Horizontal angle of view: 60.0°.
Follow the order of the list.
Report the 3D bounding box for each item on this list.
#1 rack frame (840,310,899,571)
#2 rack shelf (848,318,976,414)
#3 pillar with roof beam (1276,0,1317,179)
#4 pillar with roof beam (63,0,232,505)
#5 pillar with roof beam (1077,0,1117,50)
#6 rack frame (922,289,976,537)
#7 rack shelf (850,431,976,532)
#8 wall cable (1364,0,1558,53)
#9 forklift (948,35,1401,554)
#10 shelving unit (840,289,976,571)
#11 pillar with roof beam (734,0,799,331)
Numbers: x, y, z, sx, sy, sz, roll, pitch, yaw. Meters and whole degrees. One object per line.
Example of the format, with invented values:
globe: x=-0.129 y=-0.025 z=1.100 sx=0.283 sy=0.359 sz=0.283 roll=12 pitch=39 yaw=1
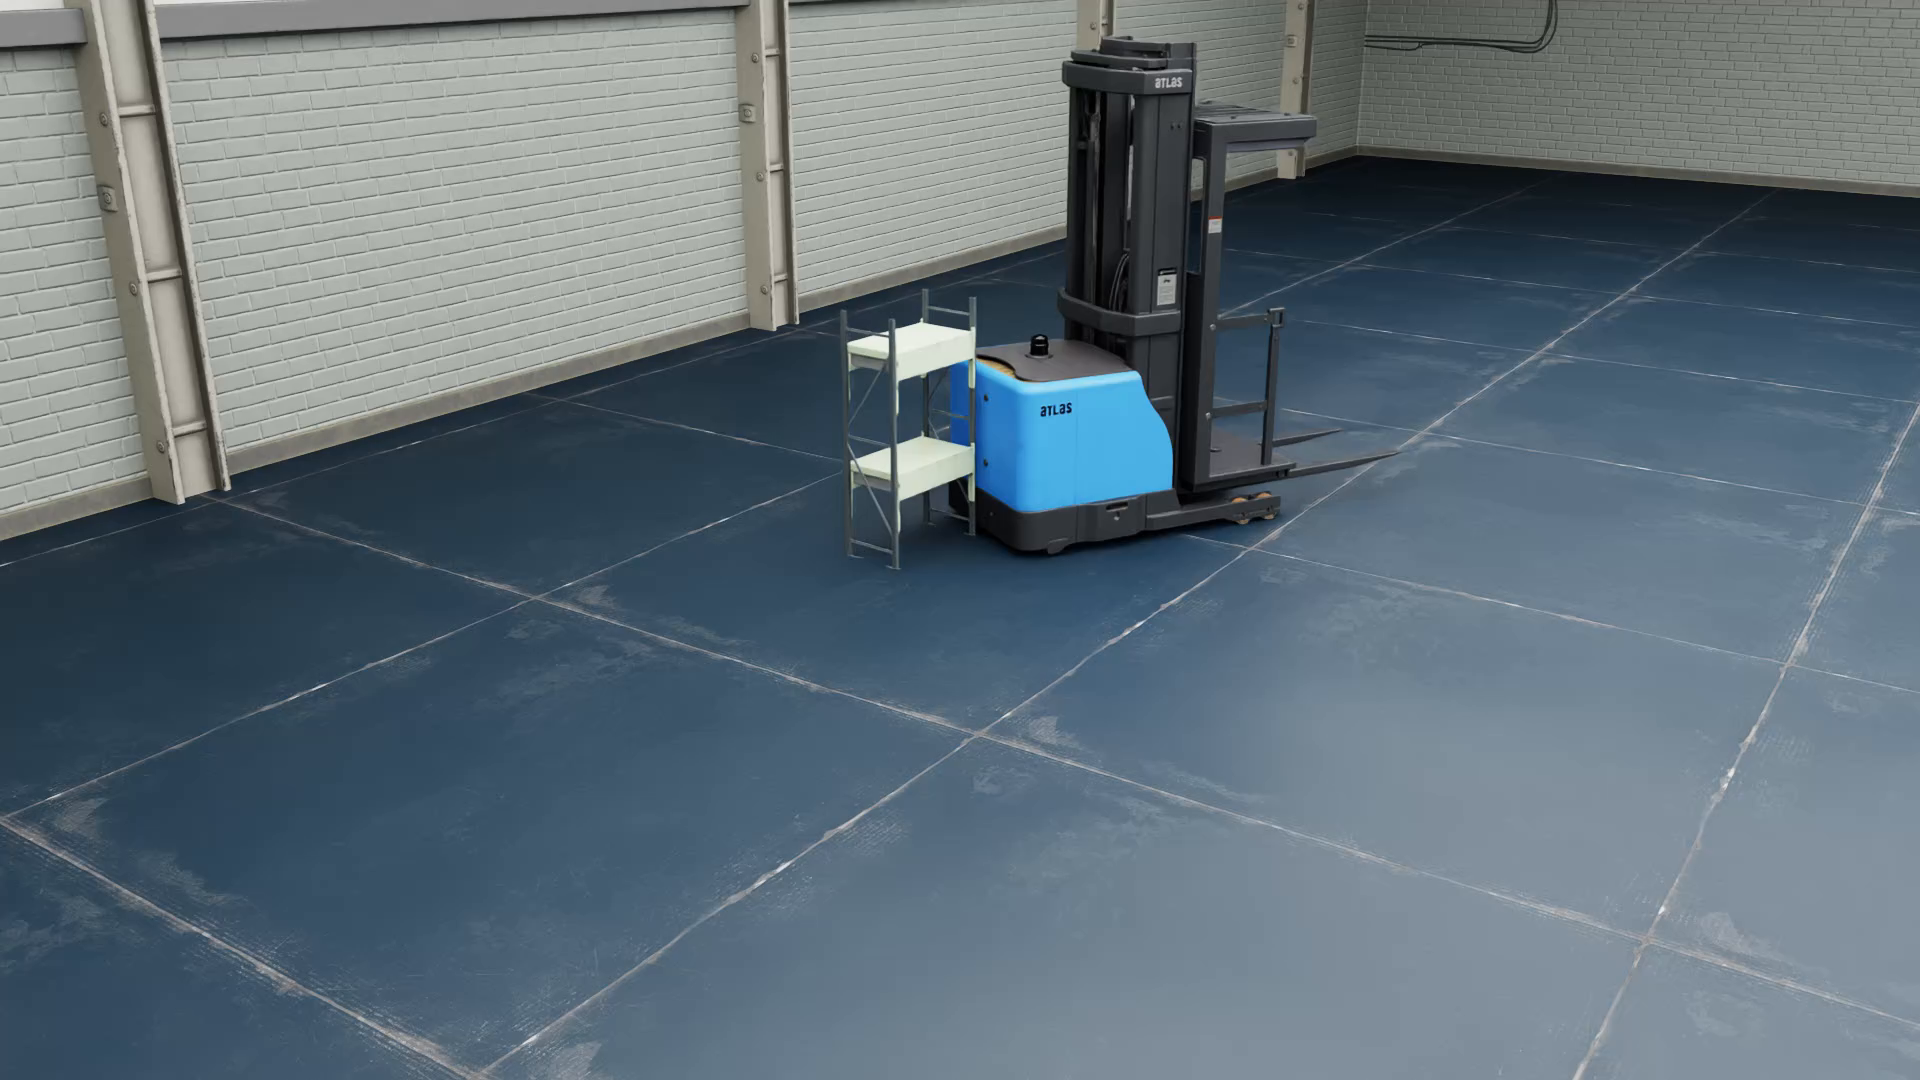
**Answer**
rack frame: x=-0.522 y=-0.566 z=9.634 sx=0.400 sy=1.500 sz=0.023 roll=15 pitch=25 yaw=36
rack shelf: x=-0.295 y=-1.032 z=9.767 sx=0.431 sy=0.370 sz=0.720 roll=15 pitch=25 yaw=36
pillar with roof beam: x=8.539 y=-8.863 z=21.256 sx=9.100 sy=9.000 sz=0.400 roll=13 pitch=24 yaw=32
pillar with roof beam: x=-1.579 y=-3.699 z=7.294 sx=9.100 sy=9.000 sz=0.400 roll=13 pitch=24 yaw=32
pillar with roof beam: x=5.166 y=-7.142 z=16.602 sx=9.100 sy=9.000 sz=0.400 roll=13 pitch=24 yaw=32
rack frame: x=-0.067 y=-0.765 z=10.172 sx=0.400 sy=1.500 sz=0.023 roll=15 pitch=25 yaw=36
rack shelf: x=-0.295 y=-0.360 z=10.016 sx=0.431 sy=0.370 sz=0.720 roll=15 pitch=25 yaw=36
wall cable: x=7.729 y=-8.834 z=25.652 sx=3.097 sy=2.526 sz=0.112 roll=13 pitch=24 yaw=32
forklift: x=1.477 y=-1.627 z=10.440 sx=3.031 sy=2.935 sz=1.130 roll=-10 pitch=22 yaw=-25
shelving unit: x=-0.295 y=-0.666 z=9.903 sx=0.431 sy=1.500 sz=0.755 roll=15 pitch=25 yaw=36
pillar with roof beam: x=1.794 y=-5.420 z=11.948 sx=9.100 sy=9.000 sz=0.400 roll=13 pitch=24 yaw=32
